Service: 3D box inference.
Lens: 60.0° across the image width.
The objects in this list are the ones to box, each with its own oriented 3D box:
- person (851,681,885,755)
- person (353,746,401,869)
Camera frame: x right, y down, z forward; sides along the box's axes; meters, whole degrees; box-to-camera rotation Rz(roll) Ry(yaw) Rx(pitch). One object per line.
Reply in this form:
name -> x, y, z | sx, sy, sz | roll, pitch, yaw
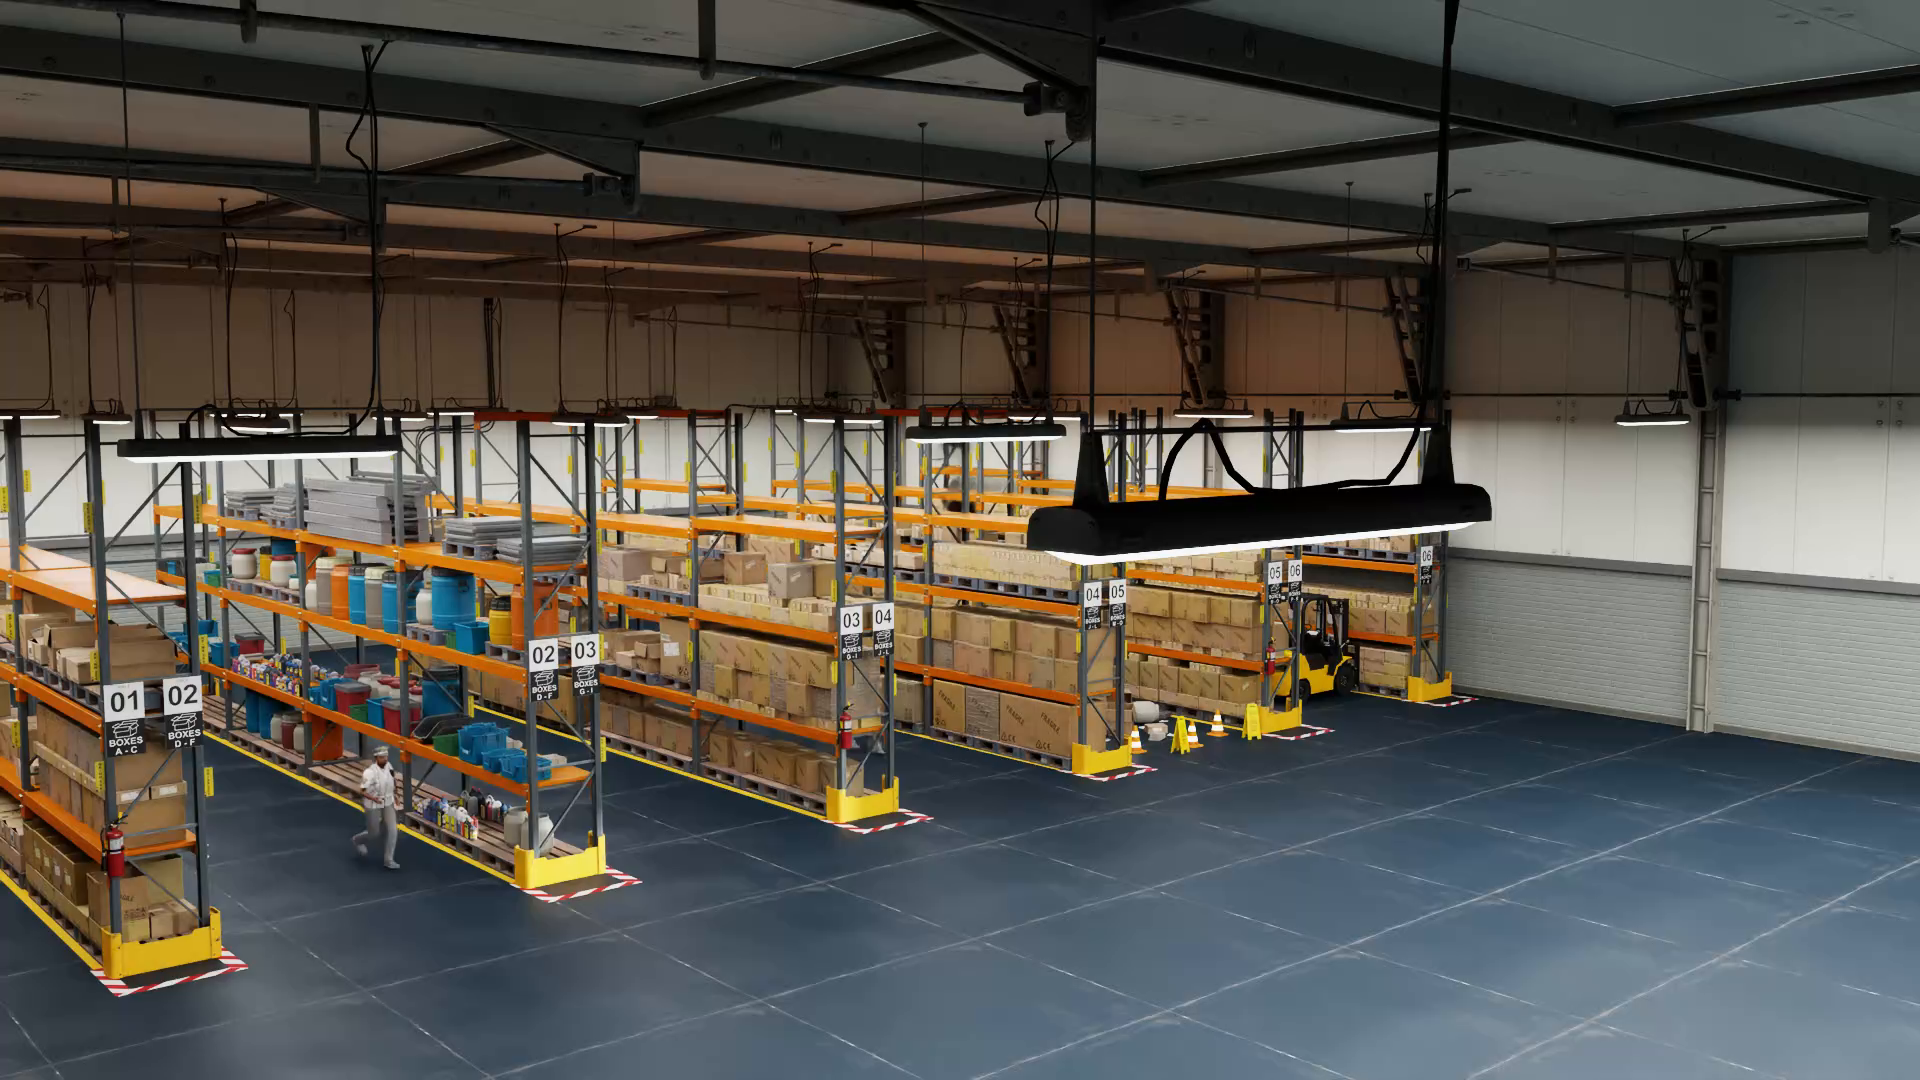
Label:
person -> -1.684, 2.879, 29.293 | 0.796, 1.847, 0.646 | 3, 6, 29
person -> -7.819, 3.543, 22.284 | 0.879, 1.652, 0.571 | 4, 6, 39
